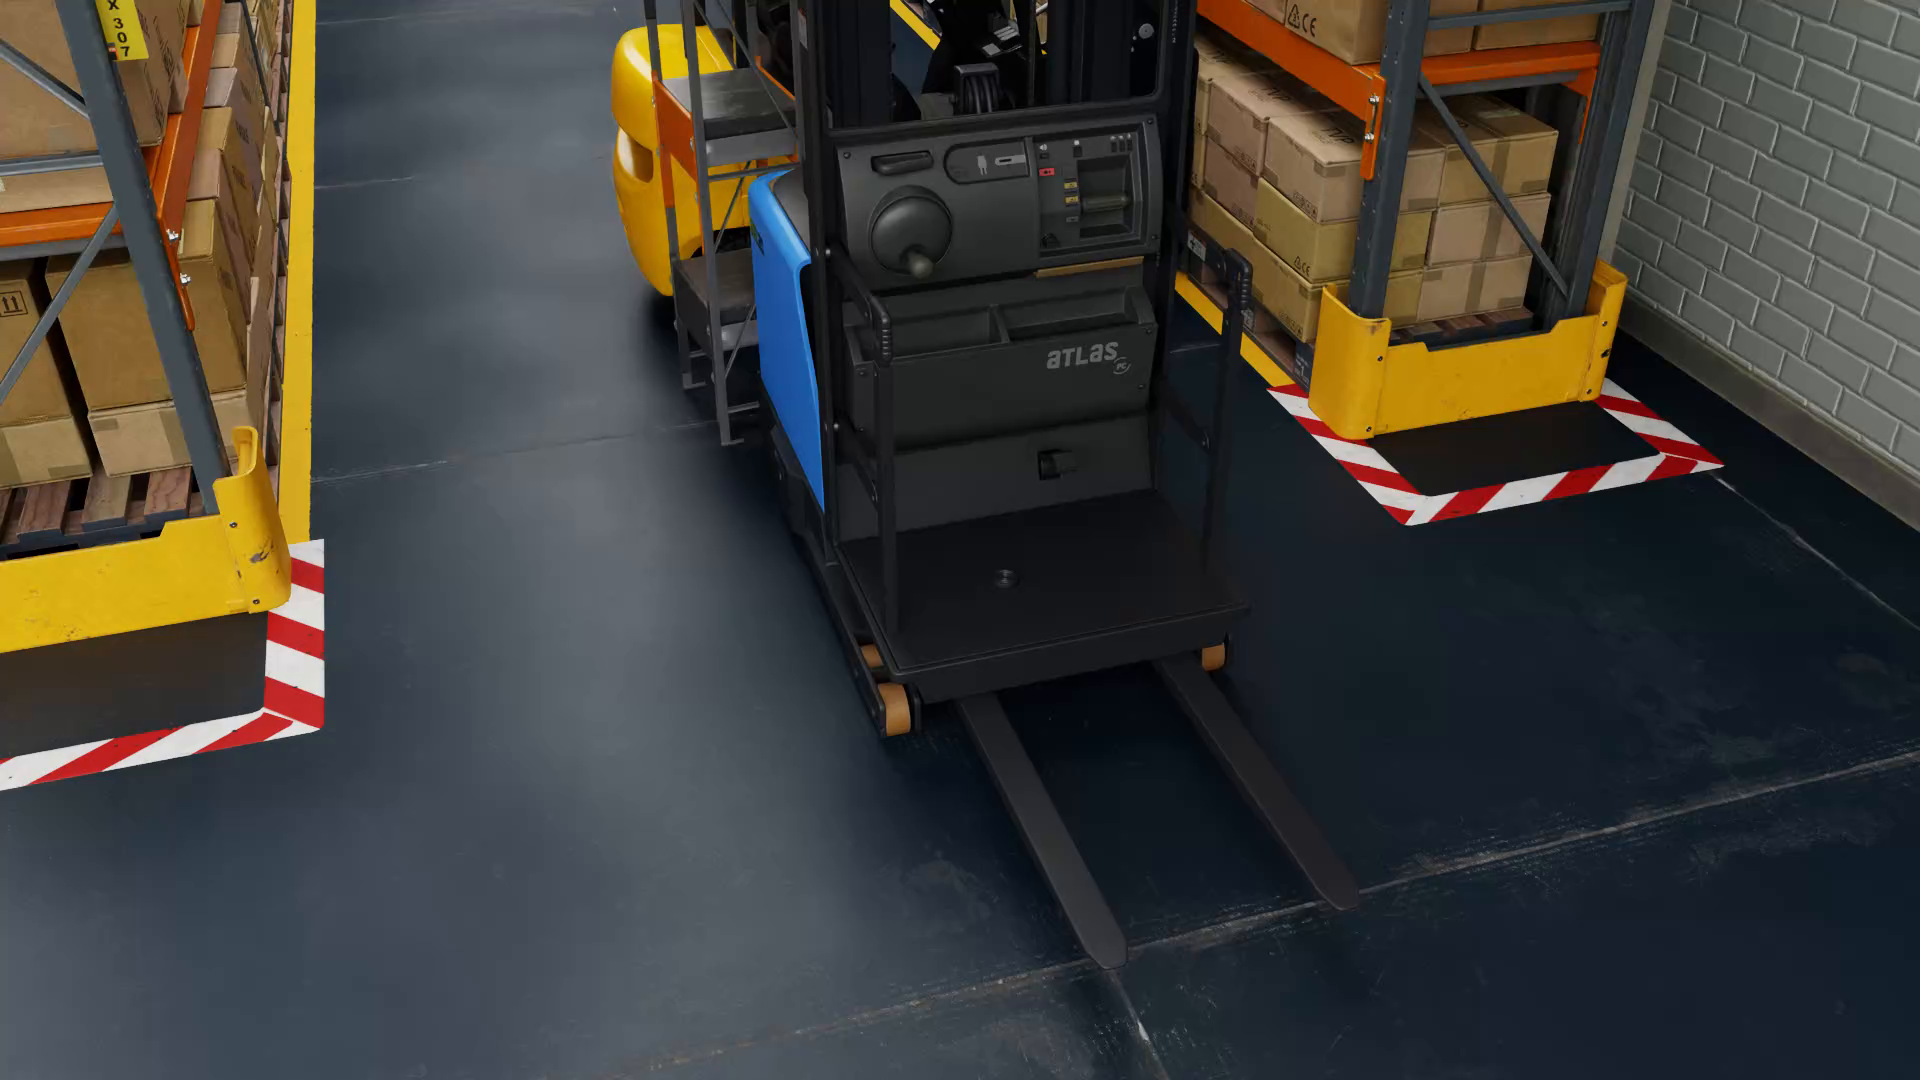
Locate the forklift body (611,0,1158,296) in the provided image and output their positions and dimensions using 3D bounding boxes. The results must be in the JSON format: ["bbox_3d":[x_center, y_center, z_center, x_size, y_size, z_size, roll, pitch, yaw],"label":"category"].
[{"bbox_3d":[-0.361,-2.158,7.065,2.313,2.155,1.214,-10,35,-15],"label":"forklift body"}]

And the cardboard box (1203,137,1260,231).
[{"bbox_3d":[1.366,-1.528,7.002,0.500,0.250,0.500,-10,35,-15],"label":"cardboard box"}]

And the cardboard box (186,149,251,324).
[{"bbox_3d":[-2.925,-1.084,6.102,0.500,0.500,0.500,-11,35,-17],"label":"cardboard box"}]

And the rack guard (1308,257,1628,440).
[{"bbox_3d":[1.963,-0.768,6.459,1.175,0.500,0.348,-10,35,-15],"label":"rack guard"}]

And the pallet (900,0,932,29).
[{"bbox_3d":[0.097,-3.782,11.282,1.003,0.211,1.213,-10,35,-15],"label":"pallet"}]

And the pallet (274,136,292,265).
[{"bbox_3d":[-3.752,-1.577,7.945,1.003,0.211,1.213,-10,35,-15],"label":"pallet"}]

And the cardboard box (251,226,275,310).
[{"bbox_3d":[-3.080,-1.038,6.714,0.500,0.250,0.500,-8,34,-12],"label":"cardboard box"}]

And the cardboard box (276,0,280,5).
[{"bbox_3d":[-4.815,-3.582,10.452,0.950,0.372,0.625,-11,35,-16],"label":"cardboard box"}]

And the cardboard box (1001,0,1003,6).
[{"bbox_3d":[0.565,-3.380,9.918,0.875,0.625,0.625,-8,34,-13],"label":"cardboard box"}]

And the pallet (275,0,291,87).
[{"bbox_3d":[-4.606,-2.974,10.059,1.003,0.211,1.213,-10,35,-15],"label":"pallet"}]

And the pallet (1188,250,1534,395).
[{"bbox_3d":[1.682,-1.055,7.154,1.003,0.211,1.213,-10,35,-15],"label":"pallet"}]

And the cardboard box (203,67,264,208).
[{"bbox_3d":[-3.241,-1.628,6.926,0.500,0.500,0.500,-8,34,-12],"label":"cardboard box"}]

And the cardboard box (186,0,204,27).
[{"bbox_3d":[-3.127,-2.063,6.380,0.380,0.149,0.250,-10,35,-14],"label":"cardboard box"}]

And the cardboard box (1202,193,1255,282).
[{"bbox_3d":[1.368,-1.308,7.121,0.500,0.250,0.500,-10,35,-15],"label":"cardboard box"}]

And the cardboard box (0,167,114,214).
[{"bbox_3d":[-2.677,-1.095,4.914,0.380,0.149,0.250,-10,35,-15],"label":"cardboard box"}]

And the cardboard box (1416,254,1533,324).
[{"bbox_3d":[1.992,-1.142,6.871,0.500,0.250,0.500,-10,35,-15],"label":"cardboard box"}]

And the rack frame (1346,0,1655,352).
[{"bbox_3d":[1.955,-1.823,5.789,1.000,3.000,0.127,-10,35,-15],"label":"rack frame"}]

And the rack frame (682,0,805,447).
[{"bbox_3d":[-0.715,-1.273,5.771,0.400,2.100,0.015,-14,37,-20],"label":"rack frame"}]

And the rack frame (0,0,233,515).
[{"bbox_3d":[-2.771,-0.987,4.523,1.000,3.000,0.127,-10,35,-15],"label":"rack frame"}]

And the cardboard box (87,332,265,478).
[{"bbox_3d":[-2.753,-0.485,5.876,0.500,0.250,0.500,-10,35,-15],"label":"cardboard box"}]

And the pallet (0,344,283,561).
[{"bbox_3d":[-3.008,-0.296,6.006,1.003,0.211,1.213,-10,35,-15],"label":"pallet"}]

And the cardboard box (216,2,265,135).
[{"bbox_3d":[-3.555,-2.162,7.734,0.500,0.500,0.500,-10,35,-15],"label":"cardboard box"}]

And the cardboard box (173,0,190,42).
[{"bbox_3d":[-2.969,-1.987,5.675,0.500,0.500,0.500,-11,35,-16],"label":"cardboard box"}]

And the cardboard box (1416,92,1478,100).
[{"bbox_3d":[1.833,-1.815,6.981,0.500,0.250,0.500,-10,35,-15],"label":"cardboard box"}]

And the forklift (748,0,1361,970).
[{"bbox_3d":[0.190,-0.895,4.446,1.130,2.935,3.031,-10,35,-15],"label":"forklift"}]

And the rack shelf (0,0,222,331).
[{"bbox_3d":[-3.381,-1.737,6.310,1.077,0.370,4.000,-10,35,-15],"label":"rack shelf"}]

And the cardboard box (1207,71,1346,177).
[{"bbox_3d":[1.356,-1.725,6.846,0.500,0.250,0.500,-9,35,-14],"label":"cardboard box"}]

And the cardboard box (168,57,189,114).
[{"bbox_3d":[-2.805,-1.519,5.556,0.380,0.149,0.250,-9,35,-14],"label":"cardboard box"}]

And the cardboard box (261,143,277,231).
[{"bbox_3d":[-3.383,-1.572,7.521,0.500,0.250,0.500,-11,35,-16],"label":"cardboard box"}]

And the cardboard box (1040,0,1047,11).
[{"bbox_3d":[0.730,-2.792,8.460,0.500,0.250,0.500,-10,35,-15],"label":"cardboard box"}]

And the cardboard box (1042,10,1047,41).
[{"bbox_3d":[0.744,-2.590,8.609,0.500,0.250,0.500,-10,35,-15],"label":"cardboard box"}]

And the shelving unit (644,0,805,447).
[{"bbox_3d":[-0.817,-1.397,5.955,0.431,2.100,0.503,-14,37,-20],"label":"shelving unit"}]

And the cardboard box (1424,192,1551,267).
[{"bbox_3d":[2.010,-1.342,6.720,0.500,0.250,0.500,-9,35,-14],"label":"cardboard box"}]

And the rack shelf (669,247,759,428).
[{"bbox_3d":[-0.820,-0.805,6.353,0.431,0.518,0.480,-14,37,-20],"label":"rack shelf"}]

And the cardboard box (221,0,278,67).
[{"bbox_3d":[-4.376,-2.818,9.296,0.950,0.372,0.625,-8,34,-12],"label":"cardboard box"}]

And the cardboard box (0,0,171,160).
[{"bbox_3d":[-2.651,-1.448,4.860,0.500,0.500,0.500,-11,35,-15],"label":"cardboard box"}]

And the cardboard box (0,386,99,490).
[{"bbox_3d":[-3.281,-0.407,5.758,0.500,0.250,0.500,-10,35,-15],"label":"cardboard box"}]

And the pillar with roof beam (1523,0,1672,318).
[{"bbox_3d":[-1.499,-4.120,3.822,9.100,9.000,0.400,-10,35,-15],"label":"pillar with roof beam"}]

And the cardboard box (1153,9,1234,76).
[{"bbox_3d":[1.046,-2.256,7.649,0.500,0.250,0.500,-11,35,-16],"label":"cardboard box"}]

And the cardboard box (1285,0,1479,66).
[{"bbox_3d":[1.555,-2.079,6.085,0.500,0.500,0.500,-11,35,-16],"label":"cardboard box"}]
